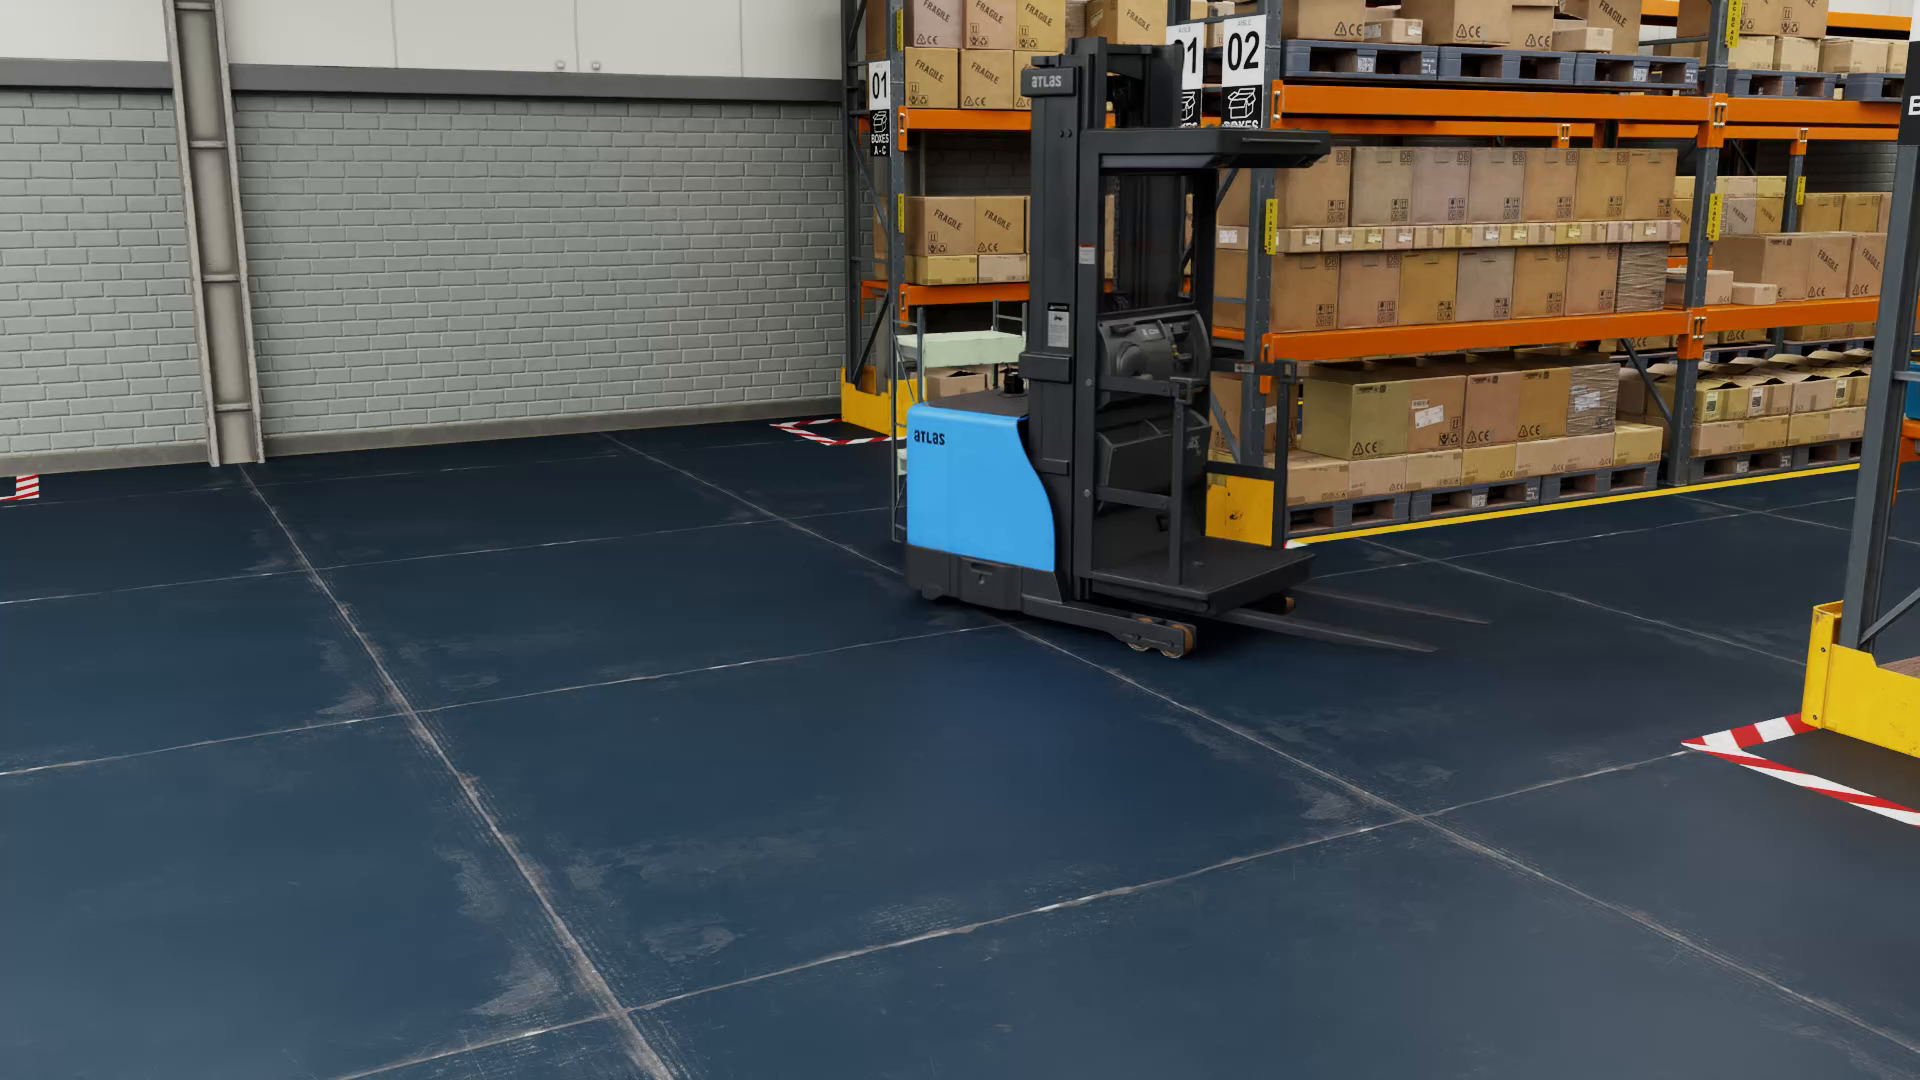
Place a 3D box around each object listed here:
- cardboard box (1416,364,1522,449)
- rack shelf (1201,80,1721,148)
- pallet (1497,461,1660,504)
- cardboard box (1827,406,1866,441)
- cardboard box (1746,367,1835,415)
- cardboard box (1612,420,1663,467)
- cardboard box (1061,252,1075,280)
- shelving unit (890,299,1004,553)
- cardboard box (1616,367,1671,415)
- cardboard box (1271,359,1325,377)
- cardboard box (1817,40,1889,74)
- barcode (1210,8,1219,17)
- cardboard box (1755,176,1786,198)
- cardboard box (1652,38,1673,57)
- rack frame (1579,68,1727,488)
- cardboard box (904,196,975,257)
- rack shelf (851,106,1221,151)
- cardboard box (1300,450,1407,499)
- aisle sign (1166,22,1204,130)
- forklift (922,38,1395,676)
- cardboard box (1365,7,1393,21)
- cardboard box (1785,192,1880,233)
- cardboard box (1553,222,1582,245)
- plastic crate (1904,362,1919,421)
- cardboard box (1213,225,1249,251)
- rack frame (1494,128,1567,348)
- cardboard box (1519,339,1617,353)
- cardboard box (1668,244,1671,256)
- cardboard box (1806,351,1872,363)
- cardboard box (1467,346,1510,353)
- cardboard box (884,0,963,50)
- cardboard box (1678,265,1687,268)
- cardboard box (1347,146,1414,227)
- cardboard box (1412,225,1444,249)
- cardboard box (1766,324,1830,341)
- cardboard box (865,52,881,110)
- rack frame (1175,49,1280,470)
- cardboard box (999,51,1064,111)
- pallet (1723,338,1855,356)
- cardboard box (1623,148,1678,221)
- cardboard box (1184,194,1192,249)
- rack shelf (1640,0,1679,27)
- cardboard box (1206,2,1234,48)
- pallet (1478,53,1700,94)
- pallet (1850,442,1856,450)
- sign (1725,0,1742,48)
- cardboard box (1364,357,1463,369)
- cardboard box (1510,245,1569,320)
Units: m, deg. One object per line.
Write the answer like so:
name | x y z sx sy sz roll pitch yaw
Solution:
cardboard box | 3.505 -0.932 11.516 0.500 0.500 0.500 -7 14 -28
rack shelf | 3.365 -2.855 11.268 4.000 0.370 1.077 -7 14 -28
pallet | 4.402 -0.517 12.423 1.213 0.211 1.003 -7 14 -28
cardboard box | 6.943 -0.972 13.404 0.500 0.250 0.500 -7 14 -27
cardboard box | 6.498 -1.191 13.100 0.500 0.311 0.500 -7 15 -30
cardboard box | 4.818 -0.725 12.305 0.500 0.250 0.500 -7 14 -28
cardboard box | 0.712 -2.522 15.282 0.500 0.250 0.500 -7 15 -29
shelving unit | -0.006 -0.731 10.441 0.755 1.500 0.431 -7 14 -28
cardboard box | 5.339 -1.187 13.082 0.500 0.311 0.500 -7 14 -28
cardboard box | 3.382 -1.982 17.278 0.500 0.500 0.700 -6 14 -26
cardboard box | 6.828 -3.737 12.935 0.500 0.250 0.500 -8 15 -33
barcode | 1.643 -3.403 10.744 0.075 0.075 0.001 -7 14 -28
cardboard box | 9.478 -4.219 19.867 0.500 0.250 0.500 -6 14 -26
cardboard box | 8.453 -5.713 19.392 0.500 0.250 0.500 -7 15 -30
rack frame | 5.120 -1.952 12.453 0.127 3.000 1.000 -7 14 -28
cardboard box | -0.204 -2.781 14.721 0.500 0.500 0.500 -7 14 -28
rack shelf | 0.988 -3.809 15.508 4.000 0.370 1.077 -7 14 -28
cardboard box | 2.624 -0.462 11.136 0.500 0.250 0.500 -7 14 -28
aisle sign | 1.411 -2.850 10.519 0.004 0.787 0.394 -7 14 -28
forklift | 0.922 -0.969 8.241 1.130 2.935 3.031 -7 14 -27
cardboard box | 2.494 -3.367 10.973 0.500 0.250 0.500 -7 14 -28
cardboard box | 10.893 -4.024 20.976 0.700 0.700 0.980 -7 15 -29
cardboard box | 4.090 -2.141 11.586 0.250 0.149 0.380 -7 14 -28
plastic crate | 4.276 -0.614 6.846 0.616 0.251 0.499 -7 14 -28
cardboard box | 1.854 -1.974 10.843 0.250 0.149 0.380 -7 15 -29
rack frame | 6.255 -3.328 18.563 0.127 3.000 1.000 -7 14 -28
cardboard box | 6.963 -2.536 18.984 0.750 0.750 0.750 -7 14 -29
cardboard box | 7.996 -3.368 19.270 0.250 0.149 0.380 -7 14 -28
cardboard box | 7.574 -1.455 14.271 0.500 0.311 0.500 -7 15 -29
cardboard box | 5.648 -2.237 18.408 0.500 0.500 0.700 -7 14 -27
cardboard box | -0.313 -4.489 14.343 0.500 0.500 0.500 -8 15 -32
cardboard box | 5.804 -2.015 13.036 0.258 0.266 0.396 -7 15 -29
cardboard box | 2.531 -2.322 10.912 0.500 0.500 0.700 -7 15 -29
cardboard box | 2.962 -2.006 10.984 0.250 0.149 0.380 -7 15 -30
cardboard box | 10.471 -2.793 20.923 0.500 0.500 0.700 -7 14 -27
cardboard box | -0.522 -4.101 14.893 0.500 0.500 0.500 -6 14 -24
rack frame | 1.610 -1.532 10.583 0.127 3.000 1.000 -7 14 -28
cardboard box | 0.588 -4.100 14.890 0.500 0.500 0.500 -6 14 -25
pallet | 10.470 -2.453 21.027 1.213 0.211 1.003 -7 14 -28
cardboard box | 4.734 -2.586 12.087 0.500 0.500 0.700 -7 14 -28
cardboard box | 2.042 -3.046 15.901 0.500 0.500 0.500 -7 14 -28
rack shelf | 8.010 -5.919 18.962 4.000 0.370 1.077 -7 14 -28
cardboard box | 2.434 -4.811 15.774 0.500 0.500 0.500 -8 15 -33
pallet | 4.384 -3.278 11.713 1.213 0.211 1.003 -7 14 -28
pallet | 7.890 -0.934 14.278 1.213 0.211 1.003 -7 14 -28
sign | 5.388 -3.600 11.584 0.005 0.325 0.100 -7 14 -28
cardboard box | 3.248 -1.035 11.975 0.500 0.500 0.500 -7 14 -28
cardboard box | 3.832 -1.845 11.746 0.500 0.500 0.700 -7 14 -27
